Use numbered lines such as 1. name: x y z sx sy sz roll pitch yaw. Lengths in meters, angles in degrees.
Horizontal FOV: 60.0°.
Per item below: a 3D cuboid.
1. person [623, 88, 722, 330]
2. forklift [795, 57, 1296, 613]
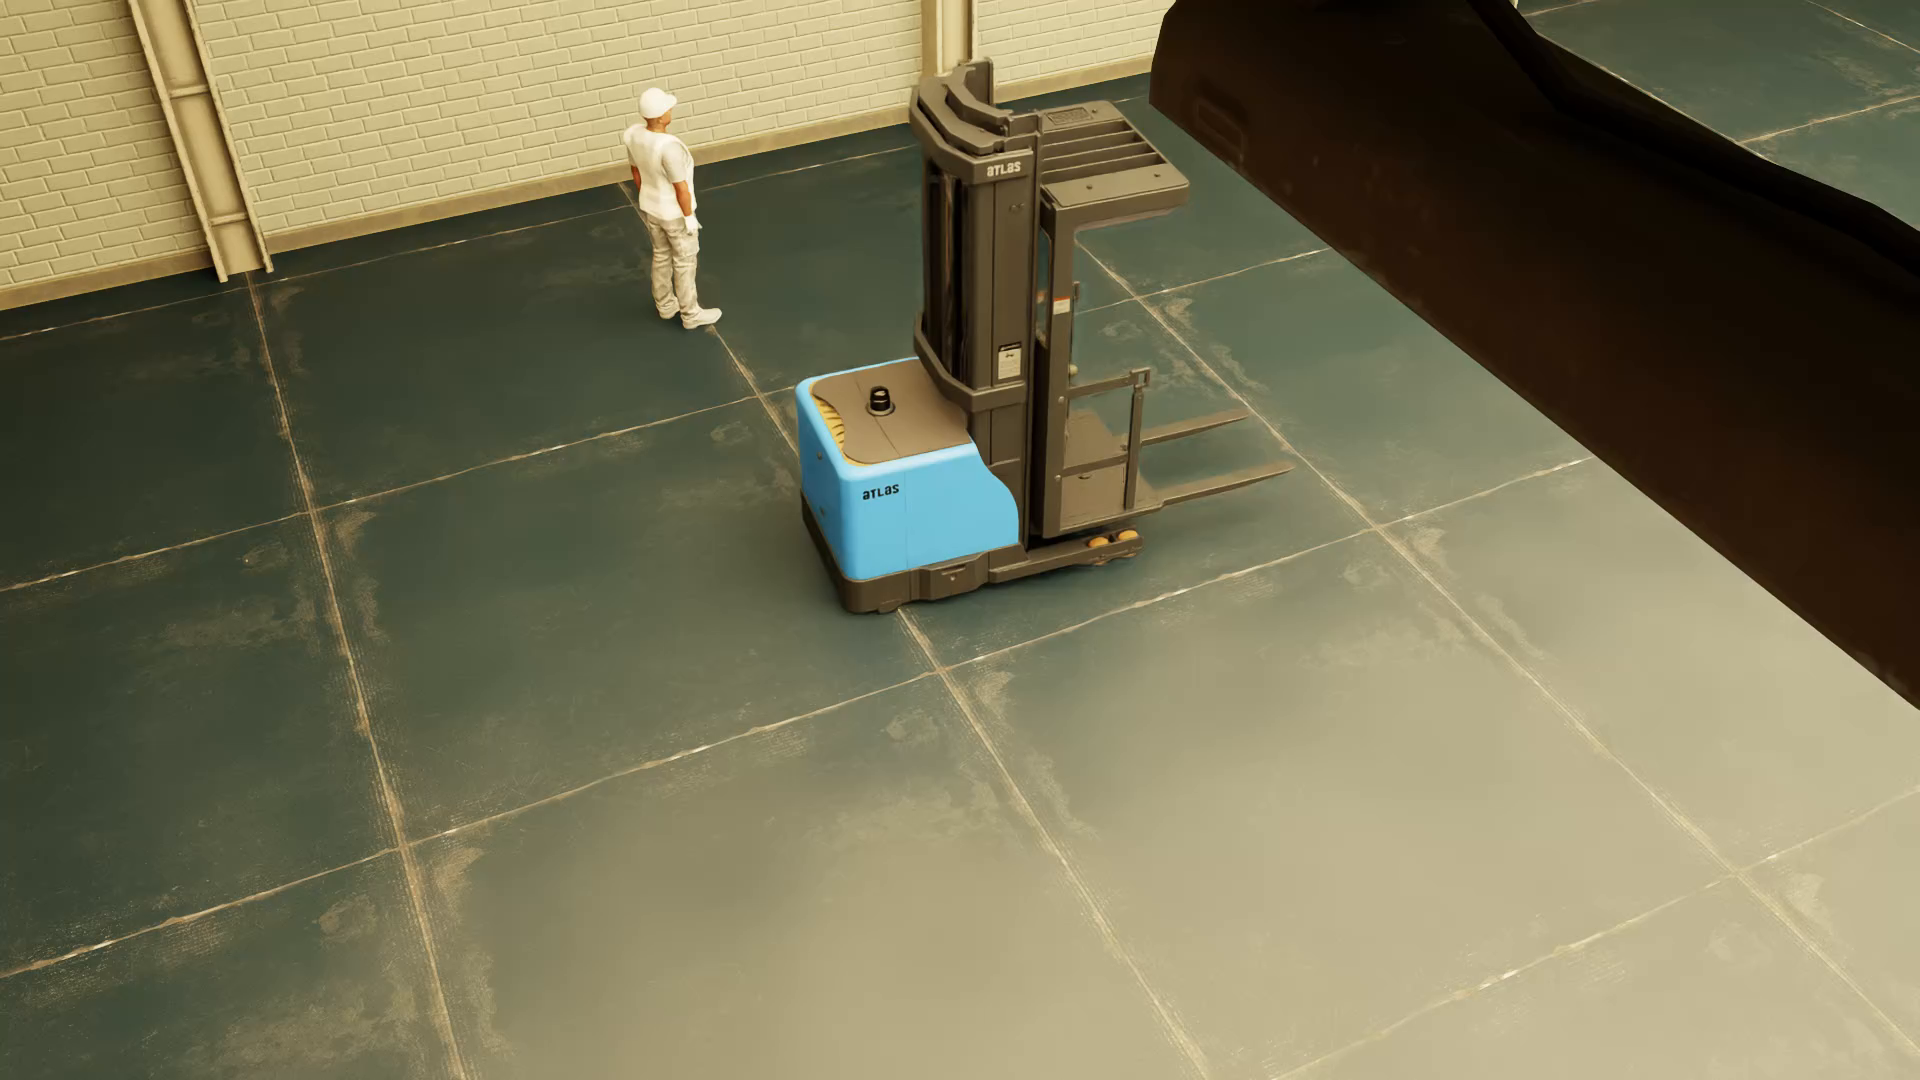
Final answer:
1. person: -2.040 -2.343 11.718 0.544 1.790 0.371 30 48 31
2. forklift: 0.590 -1.279 9.549 3.031 2.935 1.130 -13 42 -16
